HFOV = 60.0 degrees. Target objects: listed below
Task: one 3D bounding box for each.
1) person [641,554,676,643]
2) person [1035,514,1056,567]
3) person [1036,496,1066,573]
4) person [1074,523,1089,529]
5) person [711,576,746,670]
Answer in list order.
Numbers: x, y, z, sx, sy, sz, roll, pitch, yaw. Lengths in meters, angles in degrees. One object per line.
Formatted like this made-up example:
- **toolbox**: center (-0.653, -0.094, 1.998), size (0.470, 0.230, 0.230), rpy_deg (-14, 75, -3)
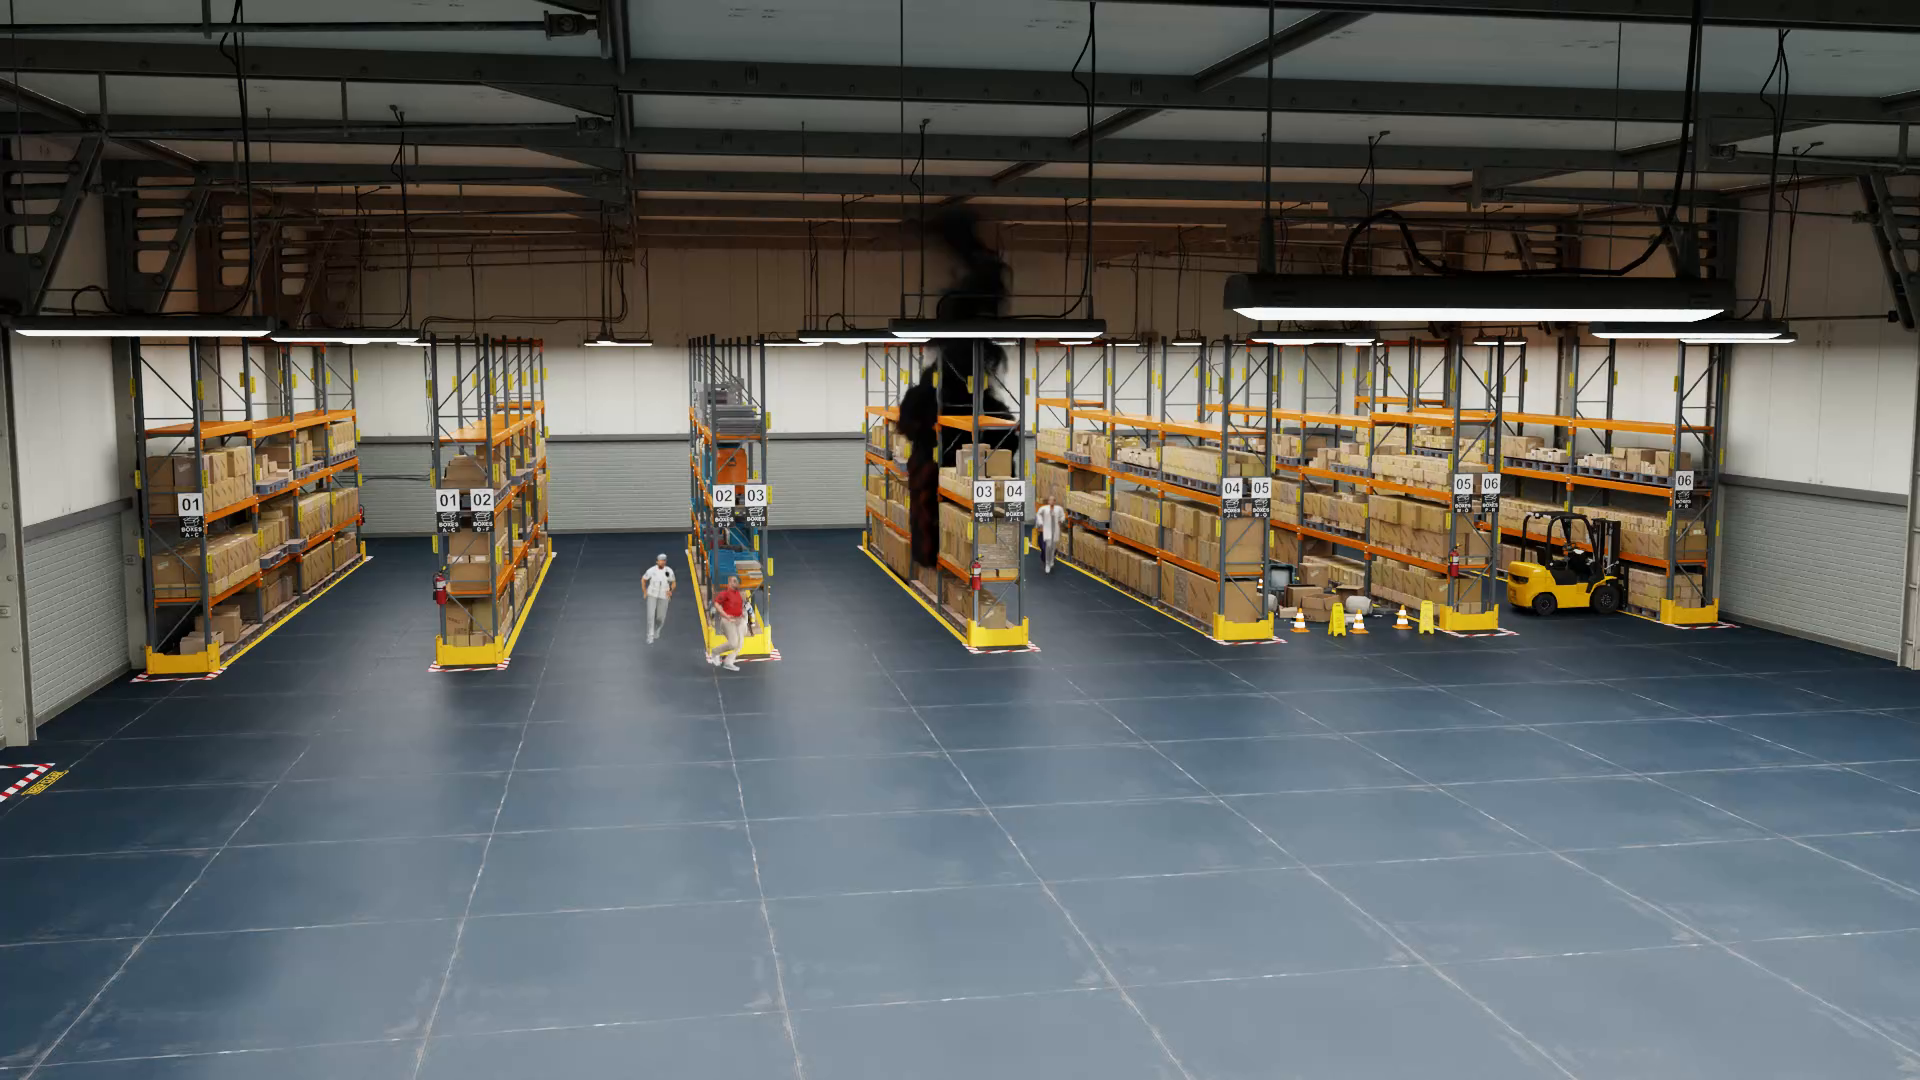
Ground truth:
- **person**: center (-5.653, 1.080, 31.219), size (0.645, 1.649, 0.564), rpy_deg (-2, 7, -13)
- **person**: center (2.235, -0.063, 42.667), size (0.610, 1.570, 0.595), rpy_deg (-2, 7, -13)
- **person**: center (2.293, -0.151, 41.428), size (0.688, 1.896, 0.817), rpy_deg (-1, 7, -10)
- **person**: center (3.586, -0.850, 49.947), size (0.689, 1.724, 0.815), rpy_deg (-5, 9, -40)
- **person**: center (-4.124, 1.482, 29.856), size (0.558, 1.684, 0.679), rpy_deg (4, 7, 29)
